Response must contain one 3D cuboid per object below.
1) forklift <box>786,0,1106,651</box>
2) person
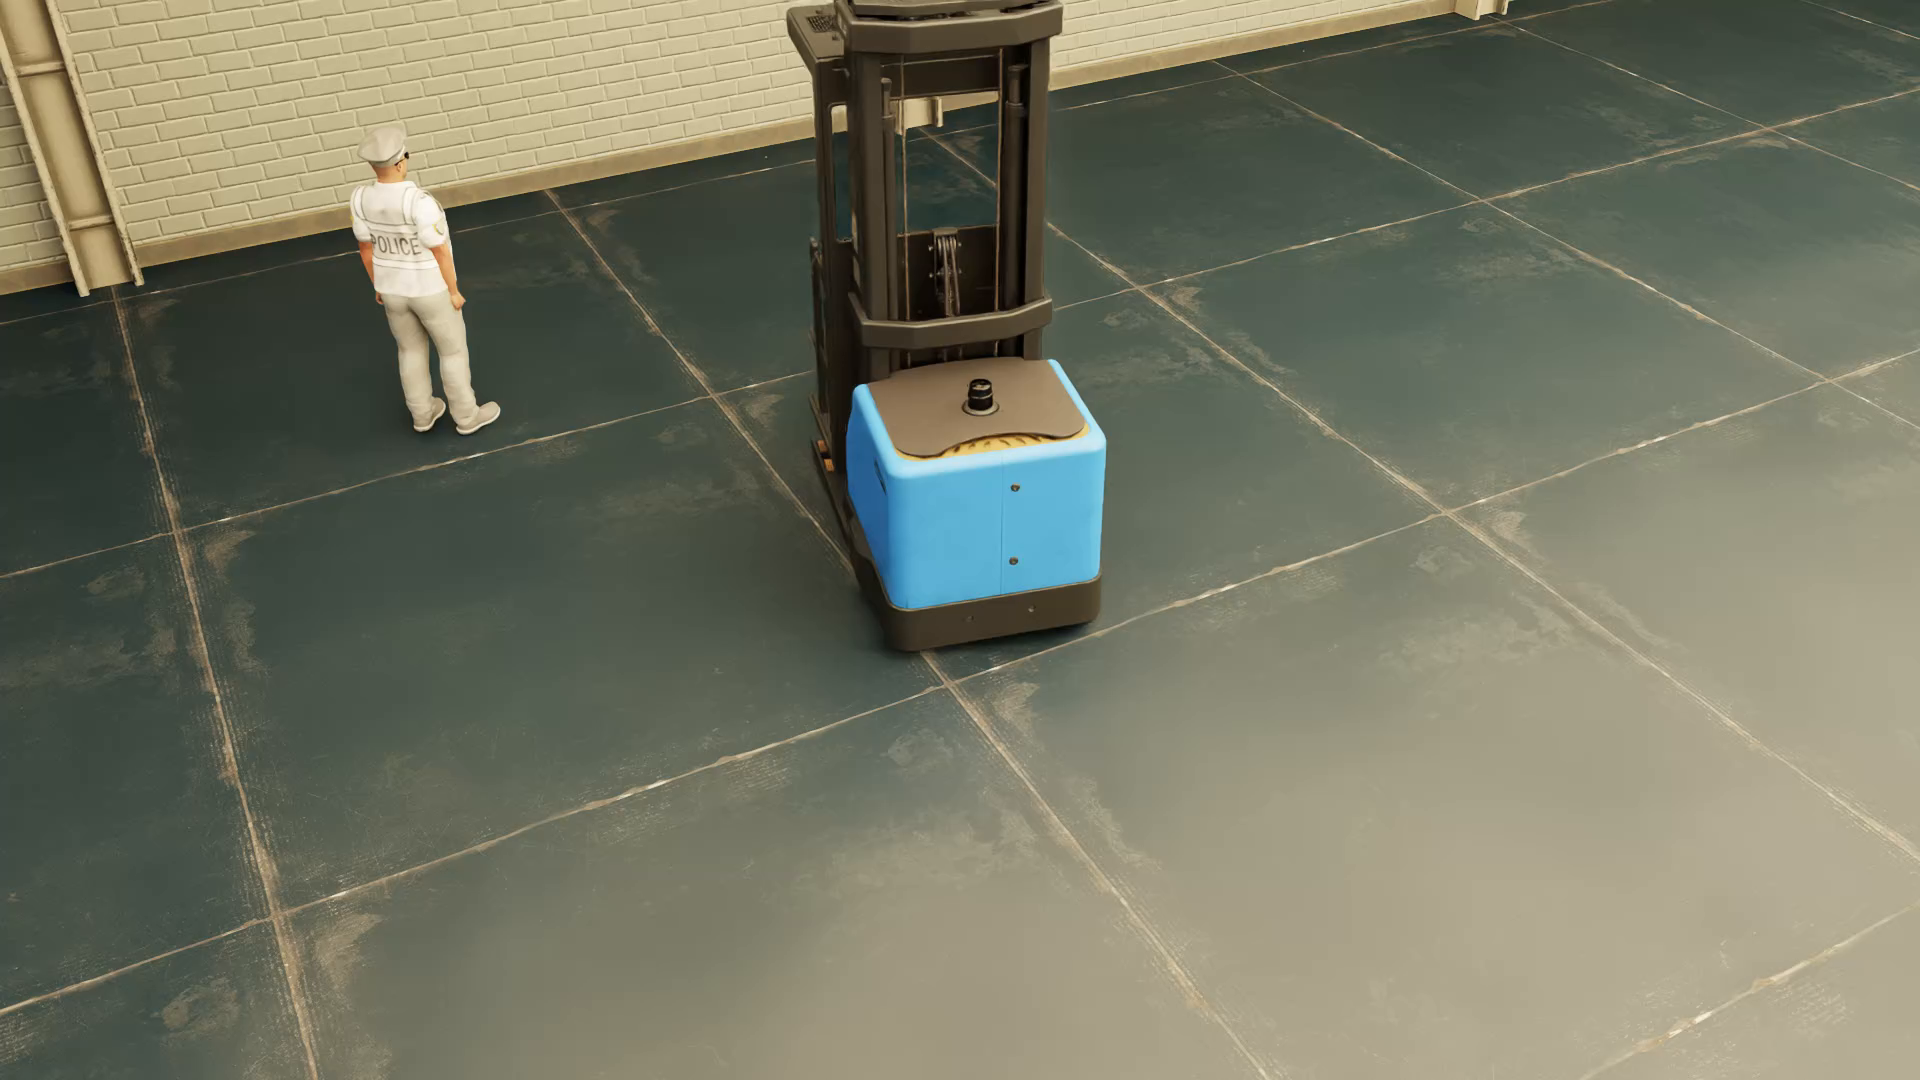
[{"bbox_3d":[-0.196,-1.525,8.281,1.130,2.935,3.031,-9,36,-12],"label":"forklift"},{"bbox_3d":[-2.965,-1.397,9.108,0.528,1.771,0.410,7,36,10],"label":"person"}]
